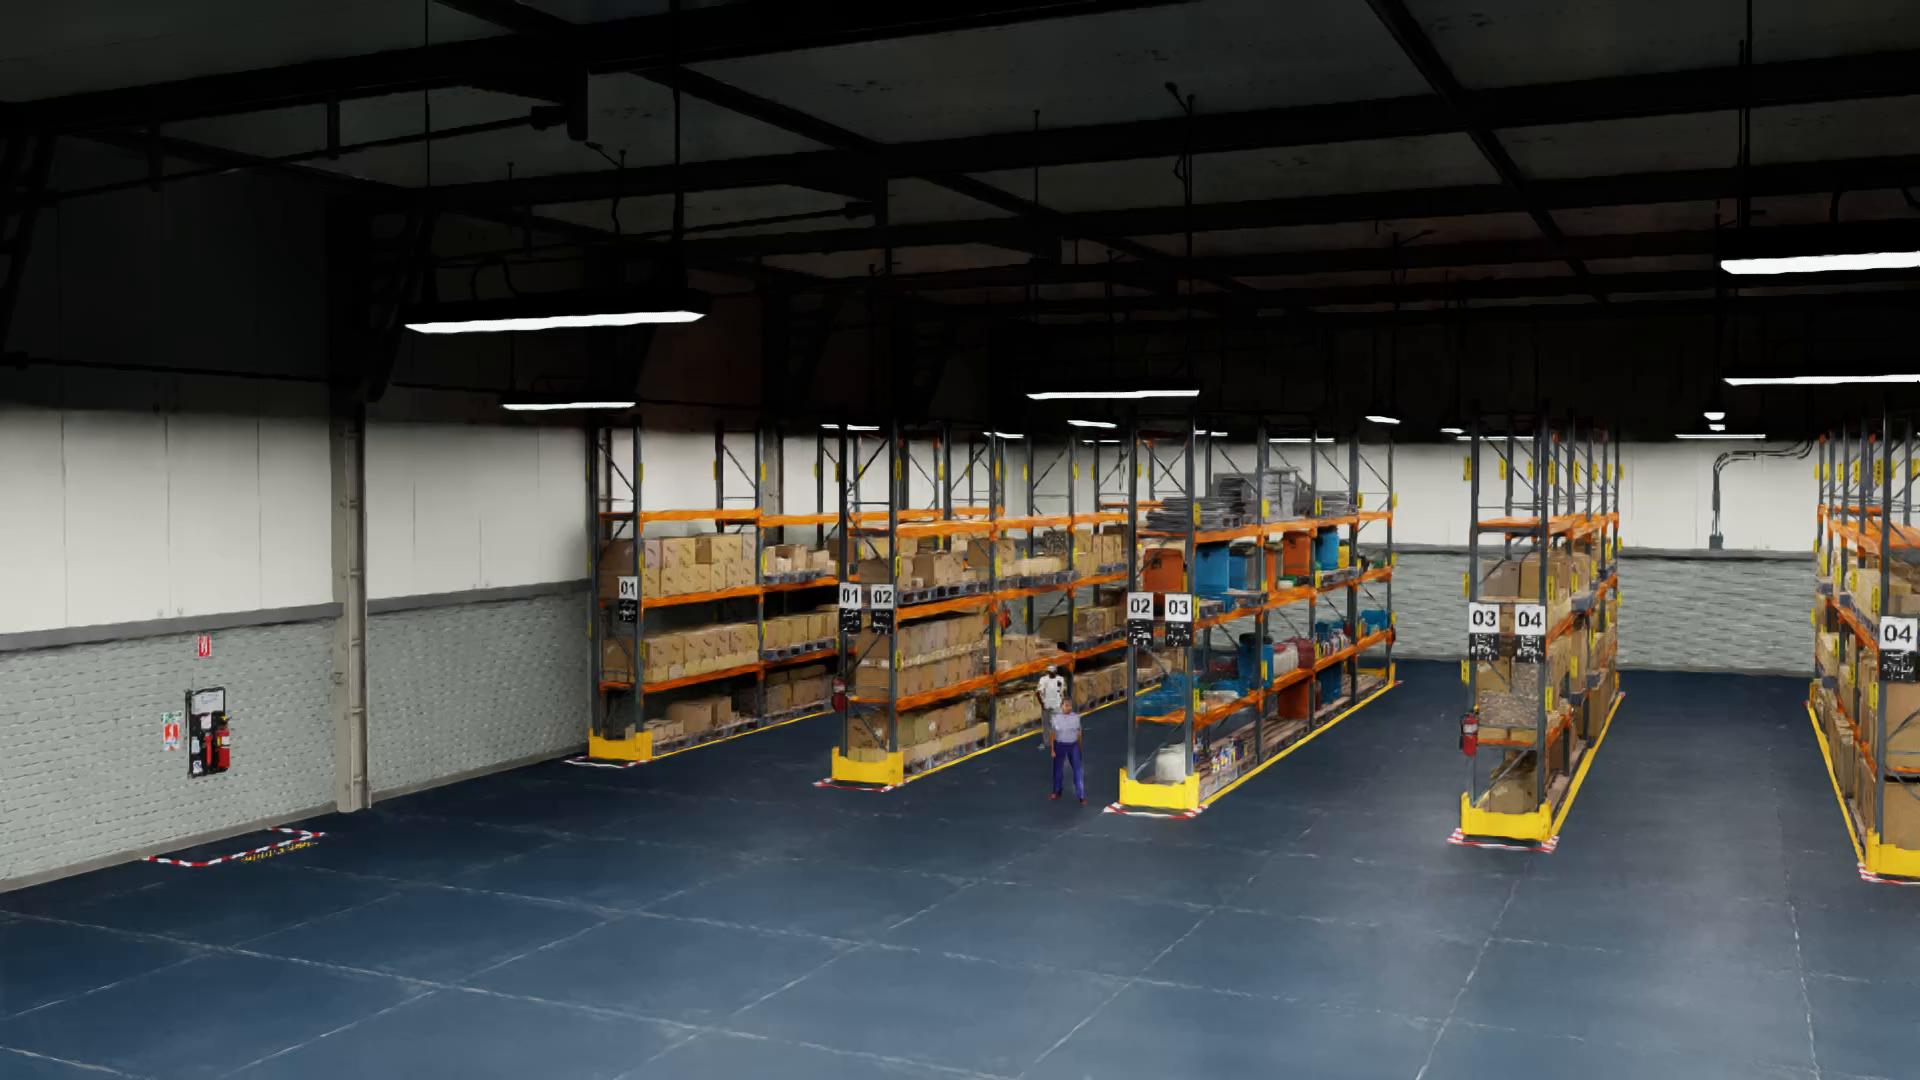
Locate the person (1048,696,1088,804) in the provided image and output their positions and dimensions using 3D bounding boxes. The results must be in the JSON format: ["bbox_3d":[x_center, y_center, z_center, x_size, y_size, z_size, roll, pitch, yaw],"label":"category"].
[{"bbox_3d":[1.621,3.151,25.084,0.599,1.597,0.884,0,2,3],"label":"person"}]

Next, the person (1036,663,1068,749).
[{"bbox_3d":[1.674,2.966,29.713,0.621,1.606,0.827,0,2,7],"label":"person"}]
